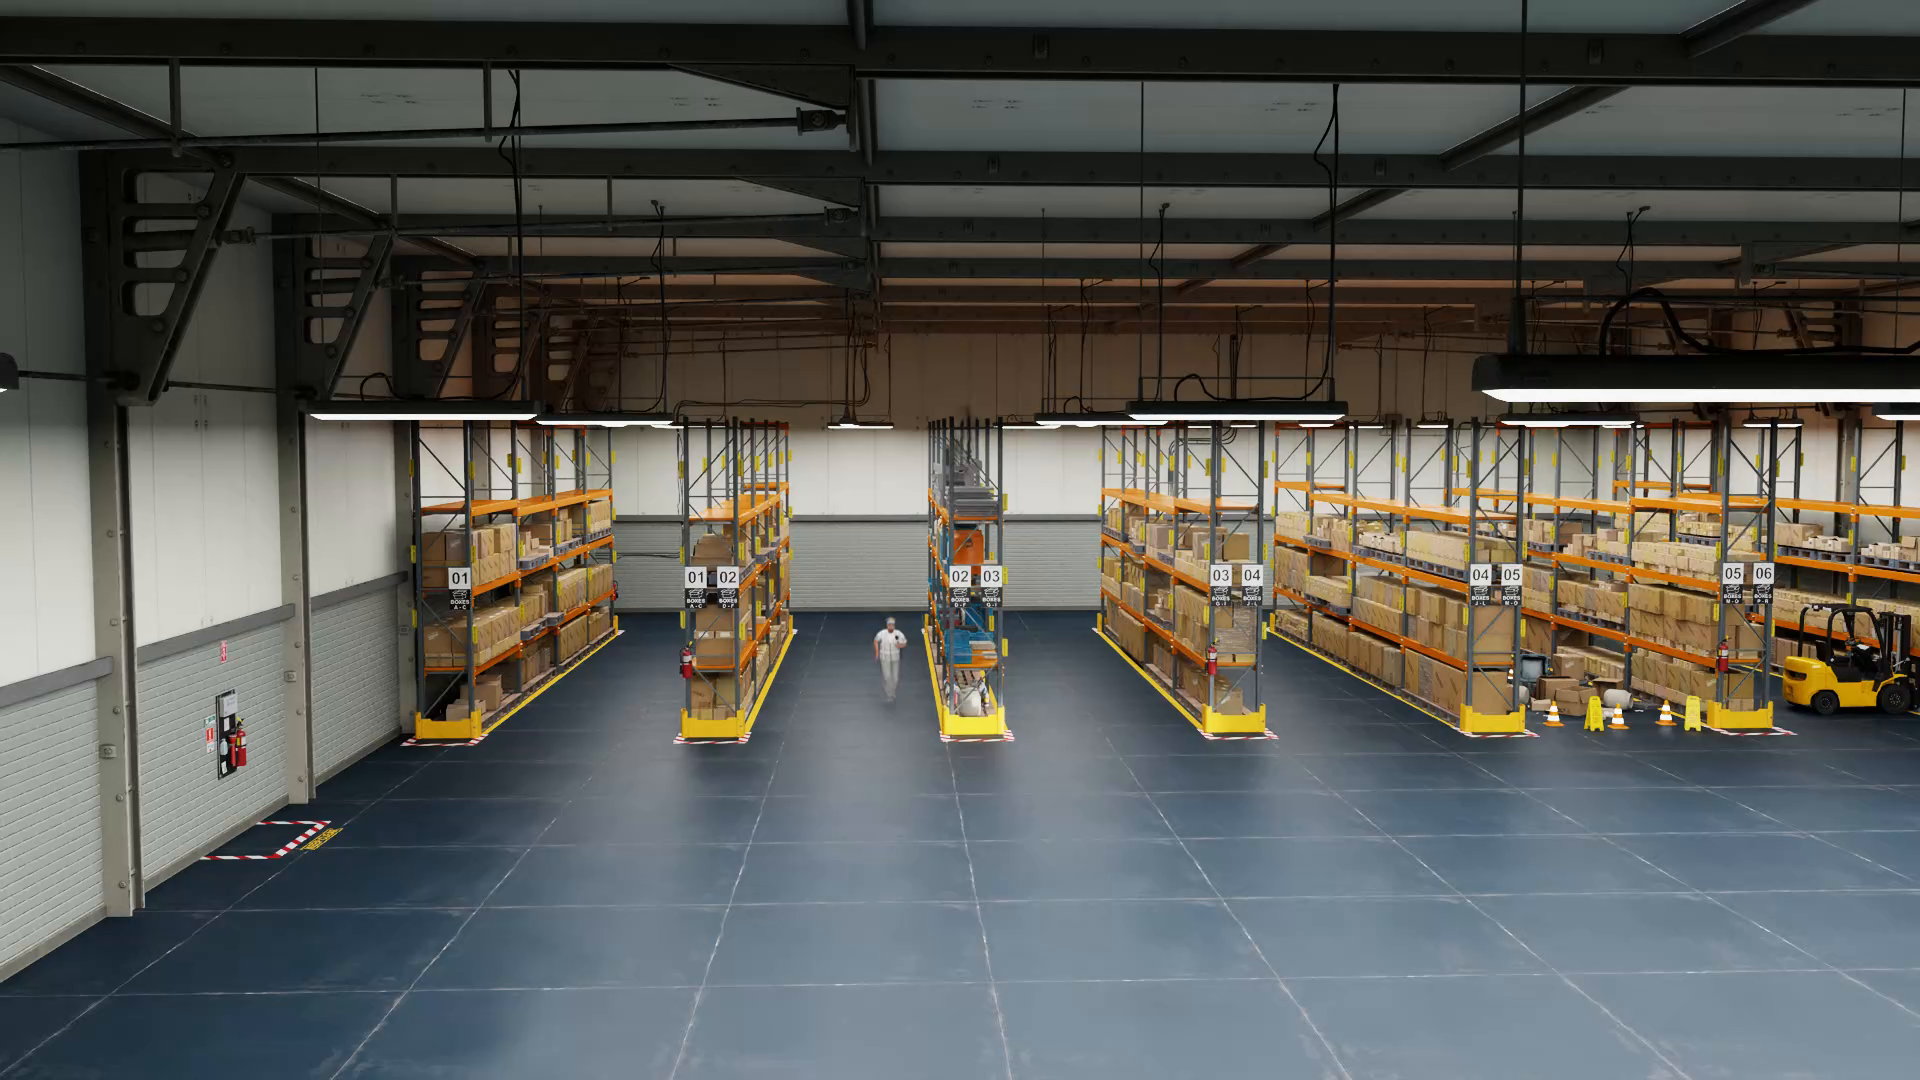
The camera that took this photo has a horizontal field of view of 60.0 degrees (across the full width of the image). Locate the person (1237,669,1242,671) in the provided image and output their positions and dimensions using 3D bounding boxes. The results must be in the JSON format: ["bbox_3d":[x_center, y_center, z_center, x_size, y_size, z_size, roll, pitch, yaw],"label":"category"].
[{"bbox_3d":[6.562,2.280,39.923,0.583,1.632,0.941,0,4,-4],"label":"person"}]

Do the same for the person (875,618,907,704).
[{"bbox_3d":[-1.455,2.514,35.173,0.660,1.773,0.952,-1,4,-8],"label":"person"}]

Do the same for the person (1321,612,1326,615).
[{"bbox_3d":[11.020,1.590,49.792,0.889,1.766,0.655,-2,4,-33],"label":"person"}]
